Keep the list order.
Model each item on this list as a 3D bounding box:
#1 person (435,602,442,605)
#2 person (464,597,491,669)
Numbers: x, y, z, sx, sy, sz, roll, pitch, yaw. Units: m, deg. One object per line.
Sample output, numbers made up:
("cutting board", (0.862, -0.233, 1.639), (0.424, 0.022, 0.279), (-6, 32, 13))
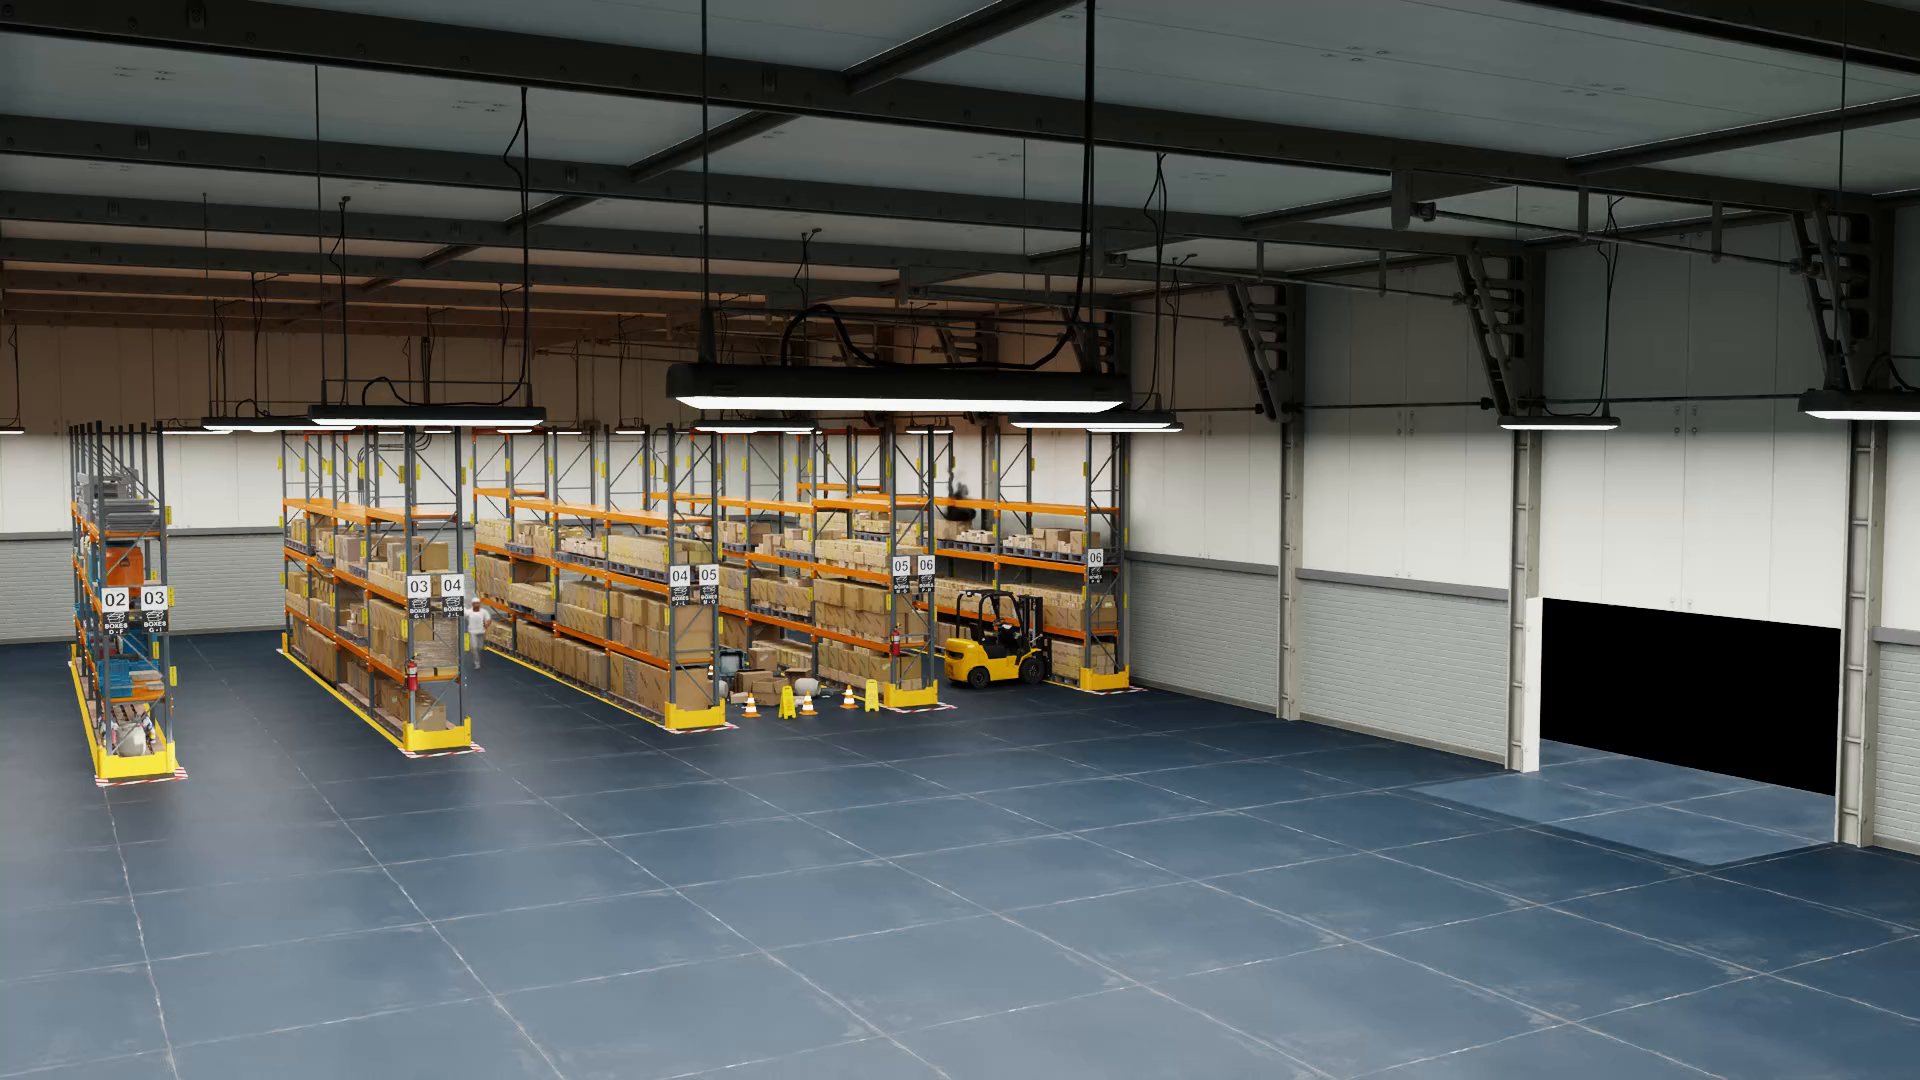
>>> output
("person", (-14.727, 2.032, 46.469), (0.624, 1.667, 0.902), (2, 4, 30))
("person", (-11.989, 2.291, 41.219), (0.731, 1.746, 0.930), (-2, 4, -25))
